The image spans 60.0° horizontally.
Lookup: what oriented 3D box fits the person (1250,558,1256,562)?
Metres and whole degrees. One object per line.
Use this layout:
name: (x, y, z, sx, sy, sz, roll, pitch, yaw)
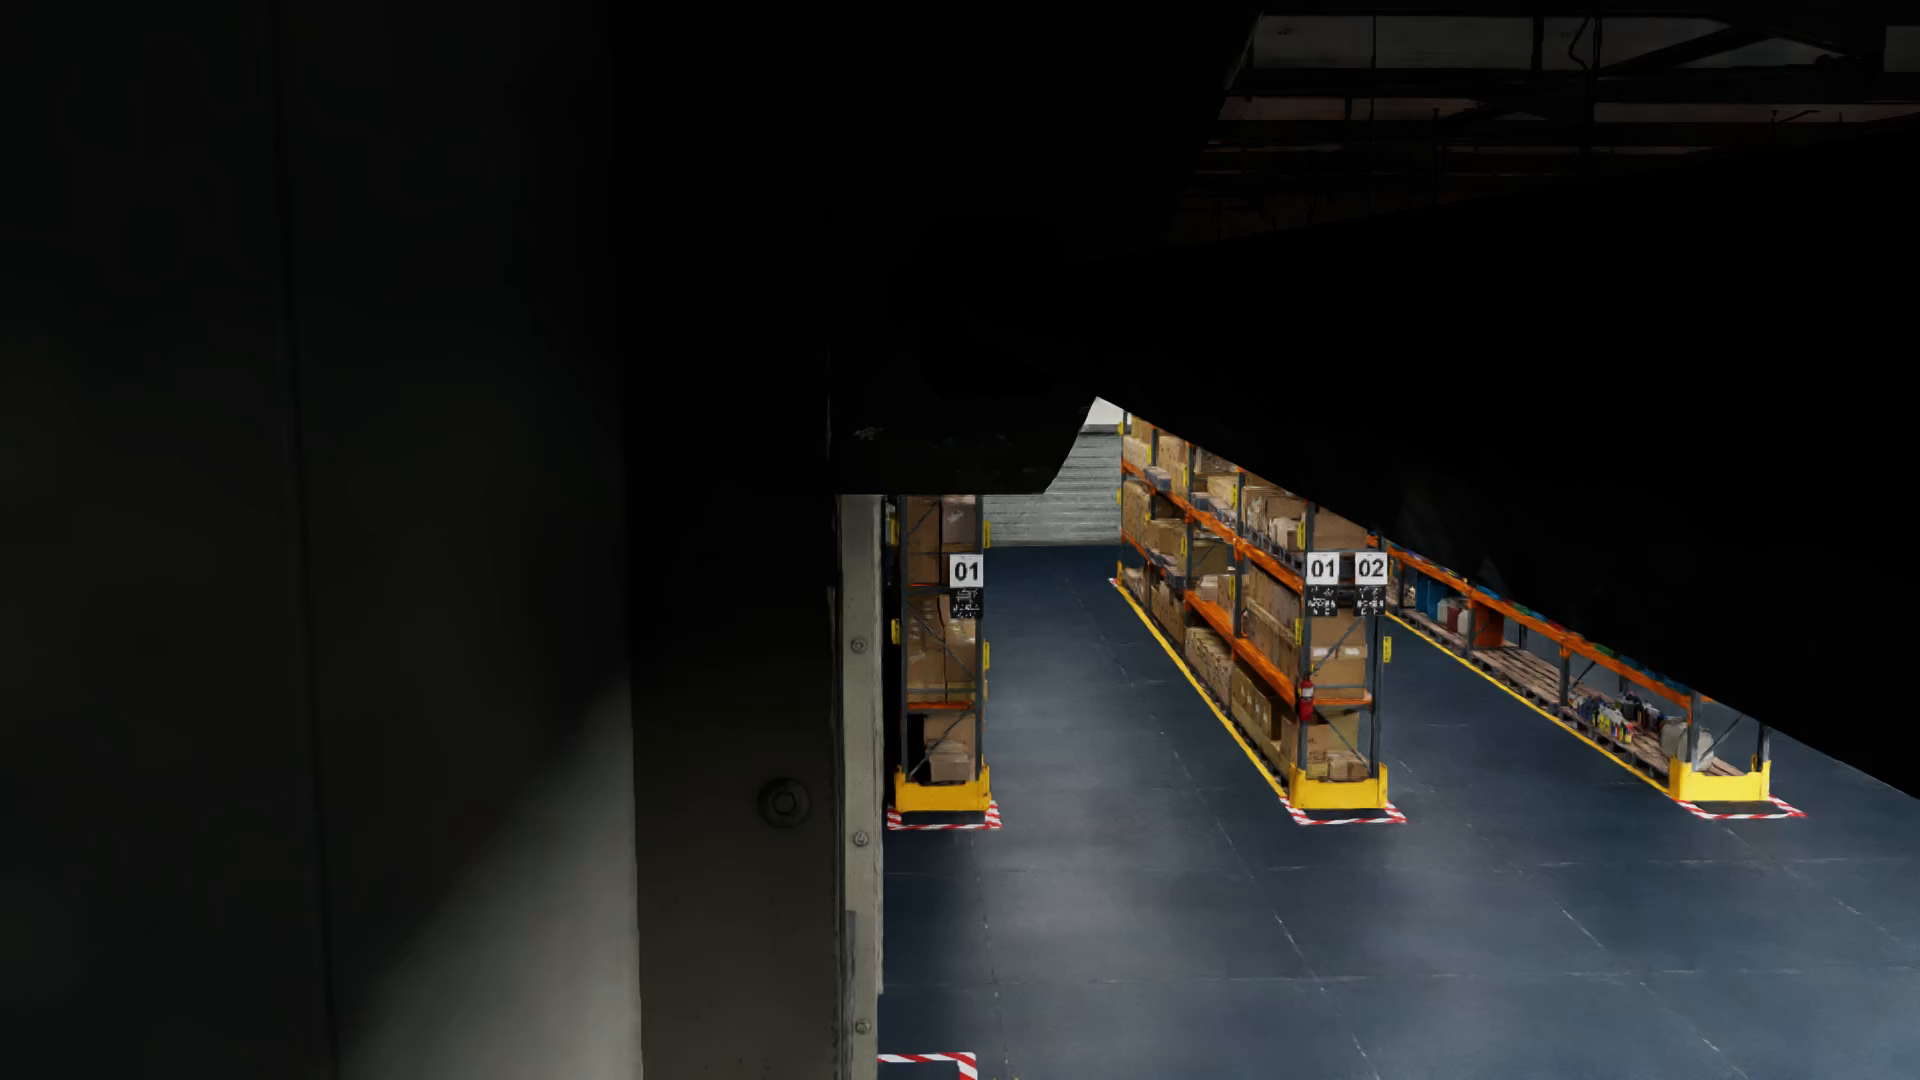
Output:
person: (6.166, 0.560, 33.445, 0.589, 1.716, 1.043, -1, 8, -4)
